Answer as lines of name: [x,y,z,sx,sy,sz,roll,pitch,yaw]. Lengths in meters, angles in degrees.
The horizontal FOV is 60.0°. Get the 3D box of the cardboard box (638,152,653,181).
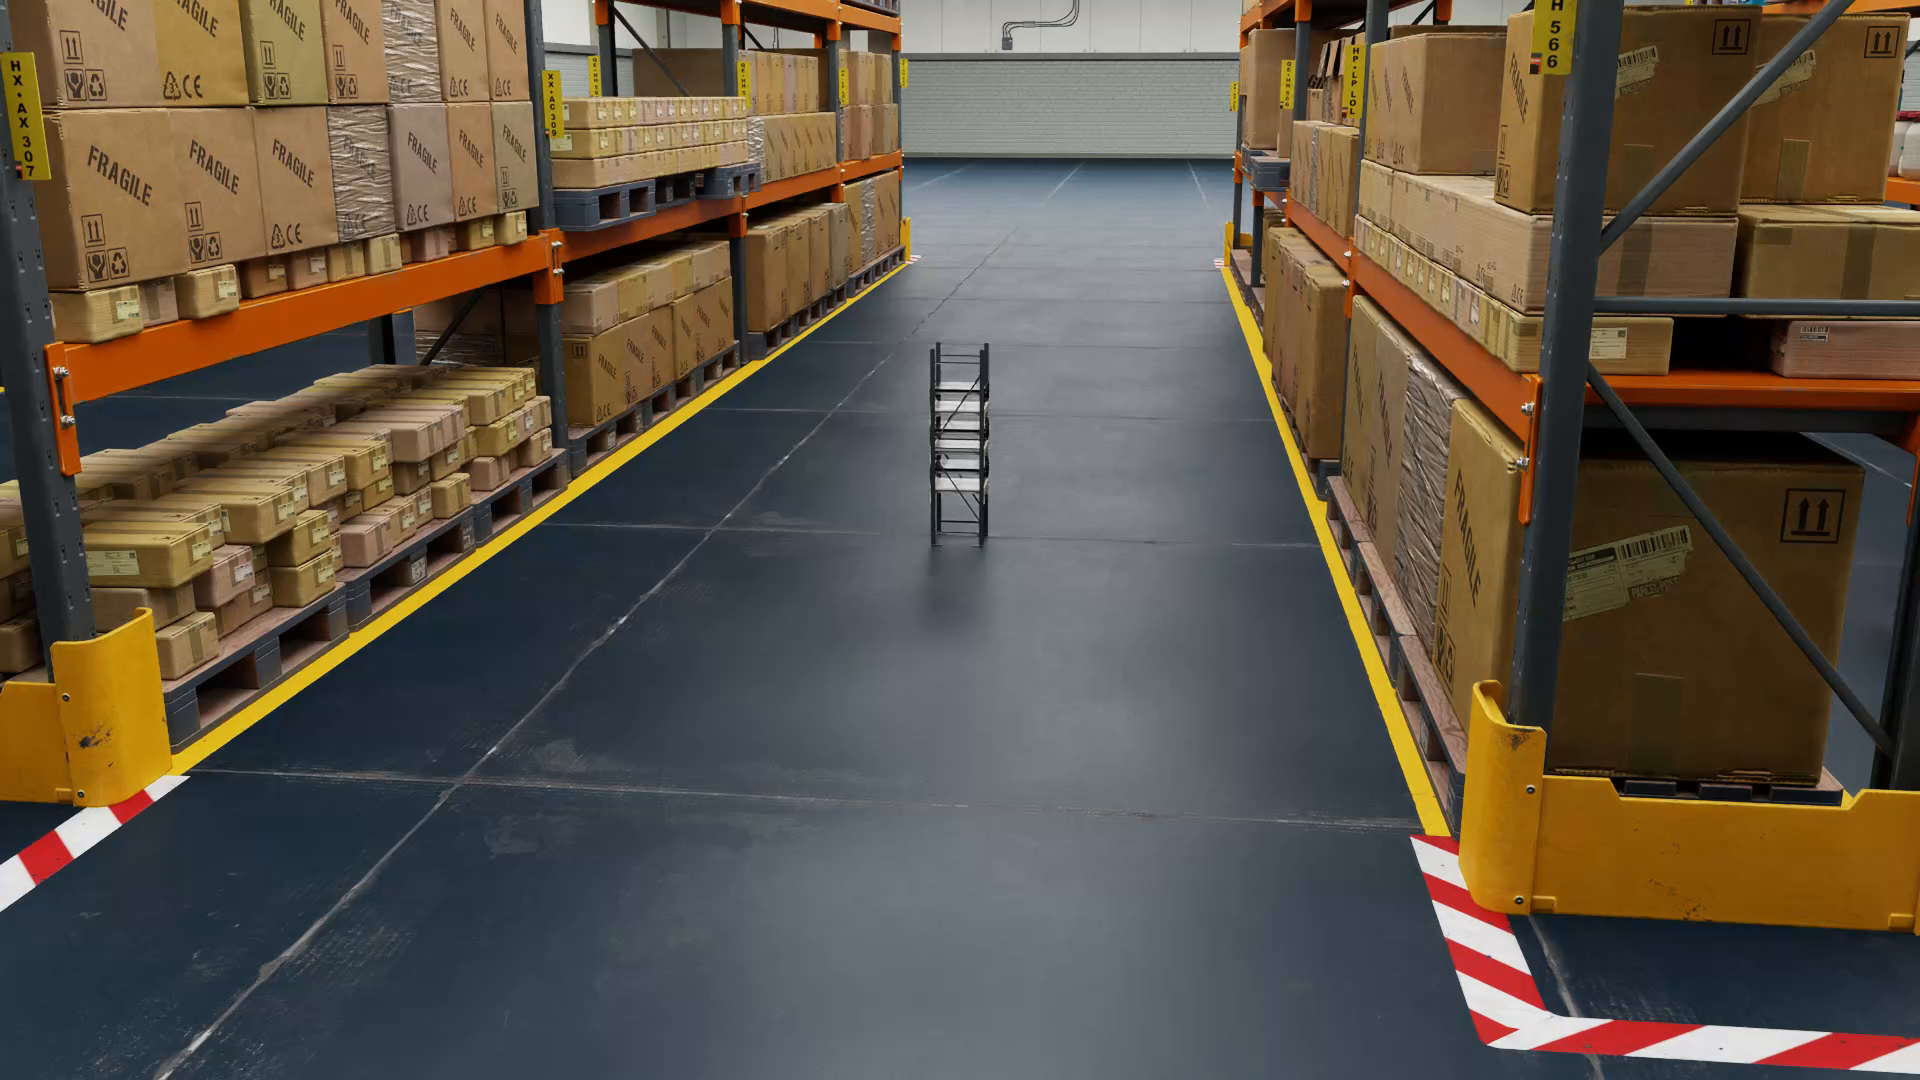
cardboard box: [-1.969,-2.124,9.449,0.380,0.149,0.250,2,15,7]

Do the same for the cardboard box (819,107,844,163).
cardboard box: [-1.625,-3.996,16.405,0.875,0.550,0.550,2,15,6]

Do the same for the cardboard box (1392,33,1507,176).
cardboard box: [1.934,-1.634,6.239,0.500,0.500,0.500,1,15,4]

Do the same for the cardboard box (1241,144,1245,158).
cardboard box: [3.179,-4.118,17.626,0.380,0.149,0.250,2,15,6]

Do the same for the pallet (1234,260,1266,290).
pallet: [3.438,-2.801,17.618,1.003,0.211,1.213,2,15,6]

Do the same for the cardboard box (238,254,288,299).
cardboard box: [-2.627,-0.944,5.889,0.380,0.149,0.250,2,15,6]

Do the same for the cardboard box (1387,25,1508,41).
cardboard box: [2.423,-2.279,8.229,0.797,0.503,0.637,1,15,5]

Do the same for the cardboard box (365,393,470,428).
cardboard box: [-2.456,-0.569,7.537,0.380,0.149,0.250,2,15,8]

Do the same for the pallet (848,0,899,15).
pallet: [-1.277,-6.077,18.814,1.003,0.211,1.213,2,15,6]

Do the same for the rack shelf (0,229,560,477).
rack shelf: [-2.783,-0.886,6.572,1.077,0.370,4.000,2,15,6]

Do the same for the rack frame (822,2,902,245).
rack frame: [-1.203,-4.865,19.906,1.000,3.000,0.127,2,15,6]

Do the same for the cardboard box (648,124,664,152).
cardboard box: [-1.943,-2.338,9.668,0.380,0.149,0.250,2,15,9]

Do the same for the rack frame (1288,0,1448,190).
rack frame: [2.811,-2.618,11.596,1.000,3.000,0.127,2,15,6]

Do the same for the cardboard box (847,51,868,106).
cardboard box: [-1.435,-4.798,17.303,0.875,0.550,0.550,2,15,6]

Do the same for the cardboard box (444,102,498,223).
cardboard box: [-2.391,-1.676,7.352,0.500,0.500,0.500,1,15,5]

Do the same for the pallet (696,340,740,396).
pallet: [-2.196,-1.241,11.848,1.003,0.211,1.213,2,15,6]

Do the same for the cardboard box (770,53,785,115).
cardboard box: [-1.877,-3.834,13.987,0.700,0.500,0.500,2,15,6]

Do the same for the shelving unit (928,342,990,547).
shelving unit: [-0.001,-0.432,7.537,0.258,0.900,0.210,2,15,6]

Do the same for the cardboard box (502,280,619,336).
cardboard box: [-2.211,-1.294,9.250,0.500,0.250,0.500,1,15,4]

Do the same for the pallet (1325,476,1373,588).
pallet: [2.196,-0.039,7.402,1.003,0.211,1.213,2,15,6]

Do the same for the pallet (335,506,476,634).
pallet: [-2.733,0.086,6.939,1.003,0.211,1.213,2,15,6]

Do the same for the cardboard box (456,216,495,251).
cardboard box: [-2.367,-1.413,7.621,0.380,0.149,0.250,2,15,8]

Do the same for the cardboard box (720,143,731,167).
cardboard box: [-1.763,-2.599,11.203,0.380,0.149,0.250,2,15,7]

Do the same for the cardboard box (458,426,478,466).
cardboard box: [-2.434,-0.429,7.589,0.380,0.149,0.250,2,15,7]

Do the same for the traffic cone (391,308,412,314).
traffic cone: [-5.333,-2.359,15.501,0.336,0.463,0.334,2,15,6]

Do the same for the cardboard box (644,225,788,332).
cardboard box: [-1.948,-2.062,13.046,1.050,0.750,0.750,1,15,5]

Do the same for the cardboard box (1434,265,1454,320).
cardboard box: [1.735,-0.788,5.313,0.380,0.149,0.250,1,15,5]

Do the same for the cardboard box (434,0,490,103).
cardboard box: [-2.395,-2.163,7.237,0.500,0.500,0.500,1,15,4]

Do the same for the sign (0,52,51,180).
sign: [-2.469,-1.117,4.388,0.100,0.325,0.005,2,15,6]

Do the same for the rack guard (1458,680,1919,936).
rack guard: [1.906,0.670,4.226,1.175,0.500,0.348,2,15,6]

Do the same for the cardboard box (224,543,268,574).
cardboard box: [-2.668,0.051,5.814,0.380,0.149,0.250,2,15,7]

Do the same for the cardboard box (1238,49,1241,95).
cardboard box: [3.381,-5.232,18.589,0.500,0.500,0.500,2,15,6]

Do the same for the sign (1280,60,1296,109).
sign: [2.271,-3.152,11.505,0.100,0.325,0.005,2,15,6]

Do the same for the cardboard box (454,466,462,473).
cardboard box: [-2.492,-0.267,7.560,0.380,0.149,0.250,1,15,5]

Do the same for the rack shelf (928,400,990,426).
rack shelf: [-0.001,-0.574,7.499,0.258,0.077,0.200,2,15,6]

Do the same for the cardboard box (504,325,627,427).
cardboard box: [-2.210,-0.932,9.348,0.500,0.500,0.500,2,15,8]

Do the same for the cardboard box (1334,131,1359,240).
cardboard box: [2.141,-1.758,8.225,0.500,0.500,0.500,2,15,6]

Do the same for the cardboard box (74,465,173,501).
cardboard box: [-3.120,-0.173,6.073,0.380,0.149,0.250,1,15,4]

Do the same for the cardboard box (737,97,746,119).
cardboard box: [-1.706,-3.018,11.613,0.380,0.149,0.250,1,15,4]

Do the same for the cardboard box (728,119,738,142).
cardboard box: [-1.738,-2.804,11.393,0.380,0.149,0.250,2,15,8]

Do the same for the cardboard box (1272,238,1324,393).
cardboard box: [2.604,-1.385,10.305,1.225,0.875,0.875,2,15,6]

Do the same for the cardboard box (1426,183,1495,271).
cardboard box: [1.814,-1.011,5.372,0.500,0.250,0.500,1,15,4]

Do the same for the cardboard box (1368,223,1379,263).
cardboard box: [1.937,-1.255,7.040,0.380,0.149,0.250,2,15,8]

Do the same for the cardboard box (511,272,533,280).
cardboard box: [-2.653,-1.444,9.804,0.500,0.250,0.500,2,15,9]

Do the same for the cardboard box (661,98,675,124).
cardboard box: [-1.911,-2.545,9.865,0.380,0.149,0.250,2,15,8]

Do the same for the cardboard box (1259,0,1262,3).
cardboard box: [3.054,-5.157,15.526,0.500,0.250,0.500,2,15,8]

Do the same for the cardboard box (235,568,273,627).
cardboard box: [-2.662,0.197,5.844,0.380,0.149,0.250,2,15,7]

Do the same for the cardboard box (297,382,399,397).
cardboard box: [-2.872,-0.646,7.823,0.380,0.149,0.250,1,15,5]

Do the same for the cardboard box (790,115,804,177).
cardboard box: [-1.617,-3.339,14.071,0.500,0.500,0.500,2,15,6]

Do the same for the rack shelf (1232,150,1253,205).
rack shelf: [3.488,-3.826,17.445,1.077,0.370,4.000,2,15,6]

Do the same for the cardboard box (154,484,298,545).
cardboard box: [-2.545,-0.091,5.770,0.380,0.149,0.250,2,15,6]

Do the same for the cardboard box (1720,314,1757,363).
cardboard box: [2.304,-0.570,4.506,0.380,0.149,0.250,1,15,5]
